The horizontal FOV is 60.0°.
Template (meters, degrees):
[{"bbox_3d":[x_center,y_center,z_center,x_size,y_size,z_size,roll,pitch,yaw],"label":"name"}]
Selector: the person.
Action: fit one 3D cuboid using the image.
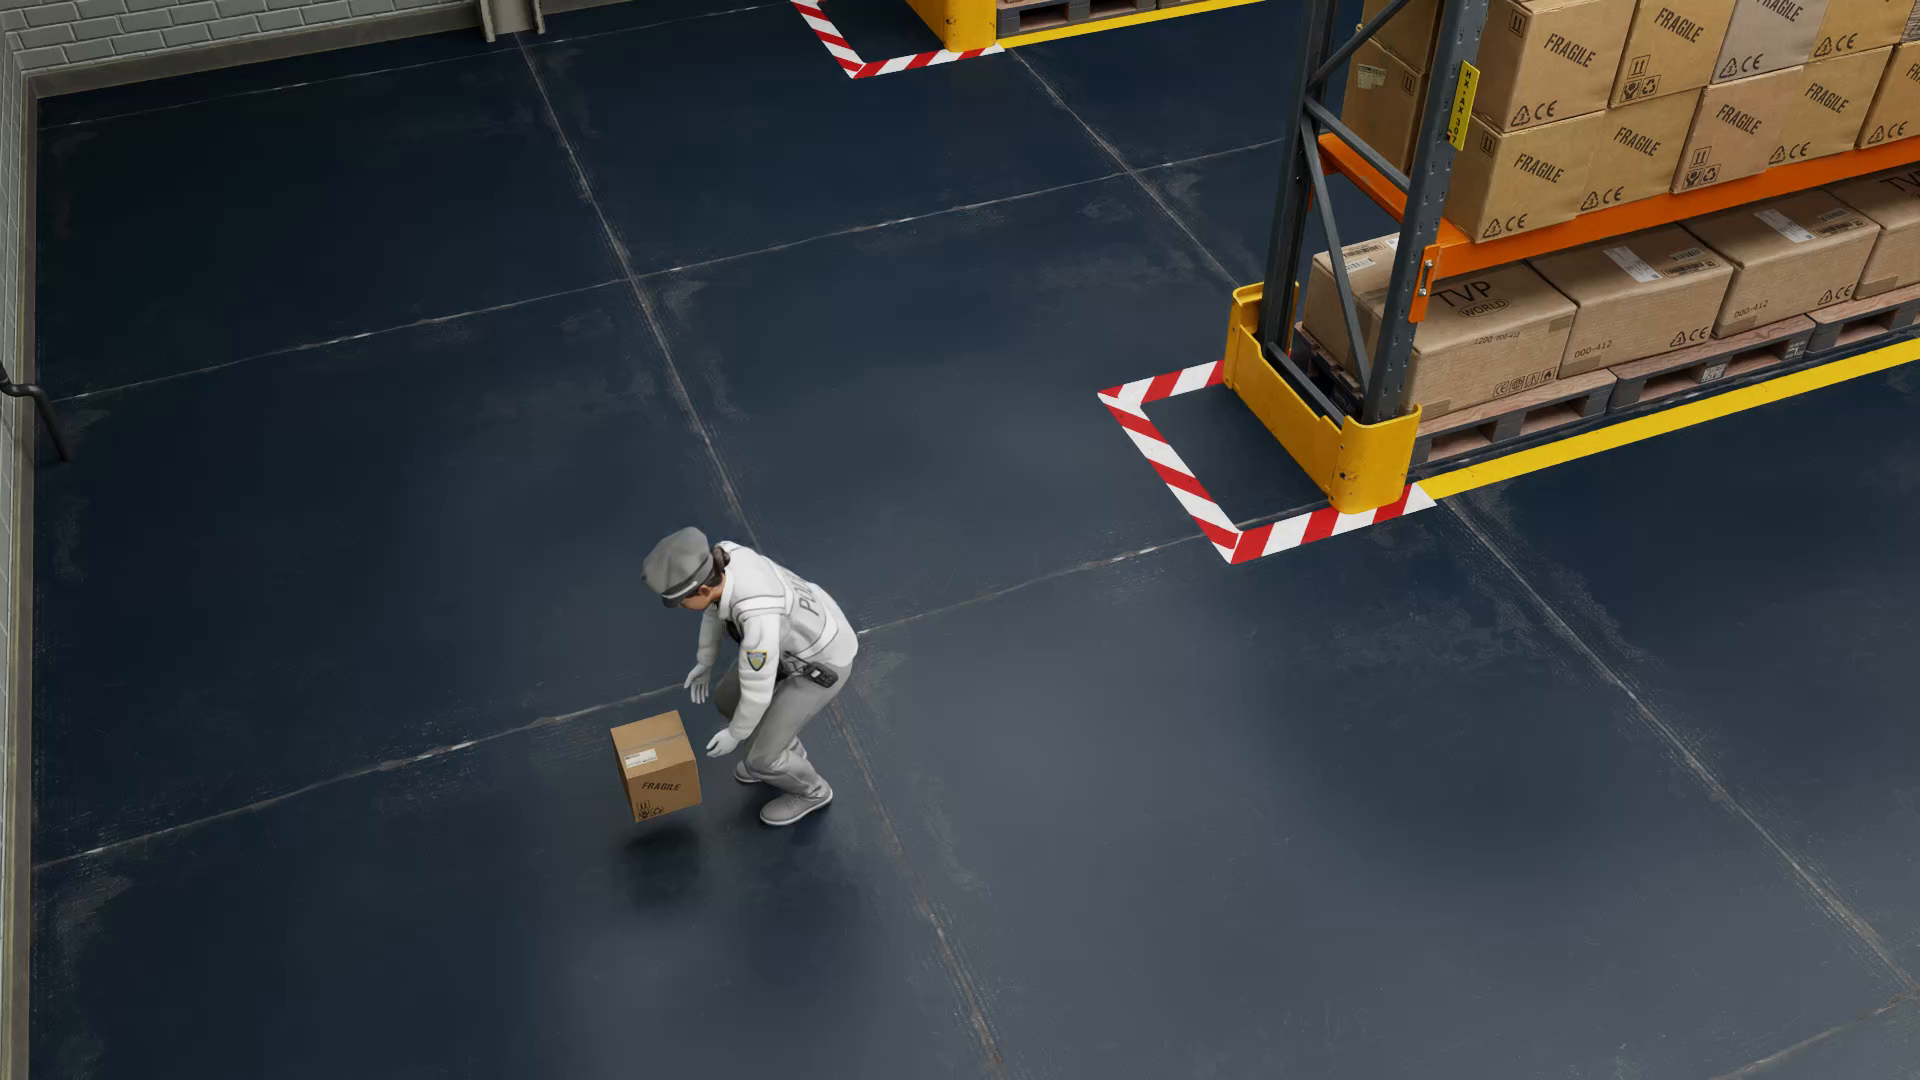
[{"bbox_3d":[-0.703,0.471,5.858,0.708,1.376,0.535,-15,44,-16],"label":"person"}]
